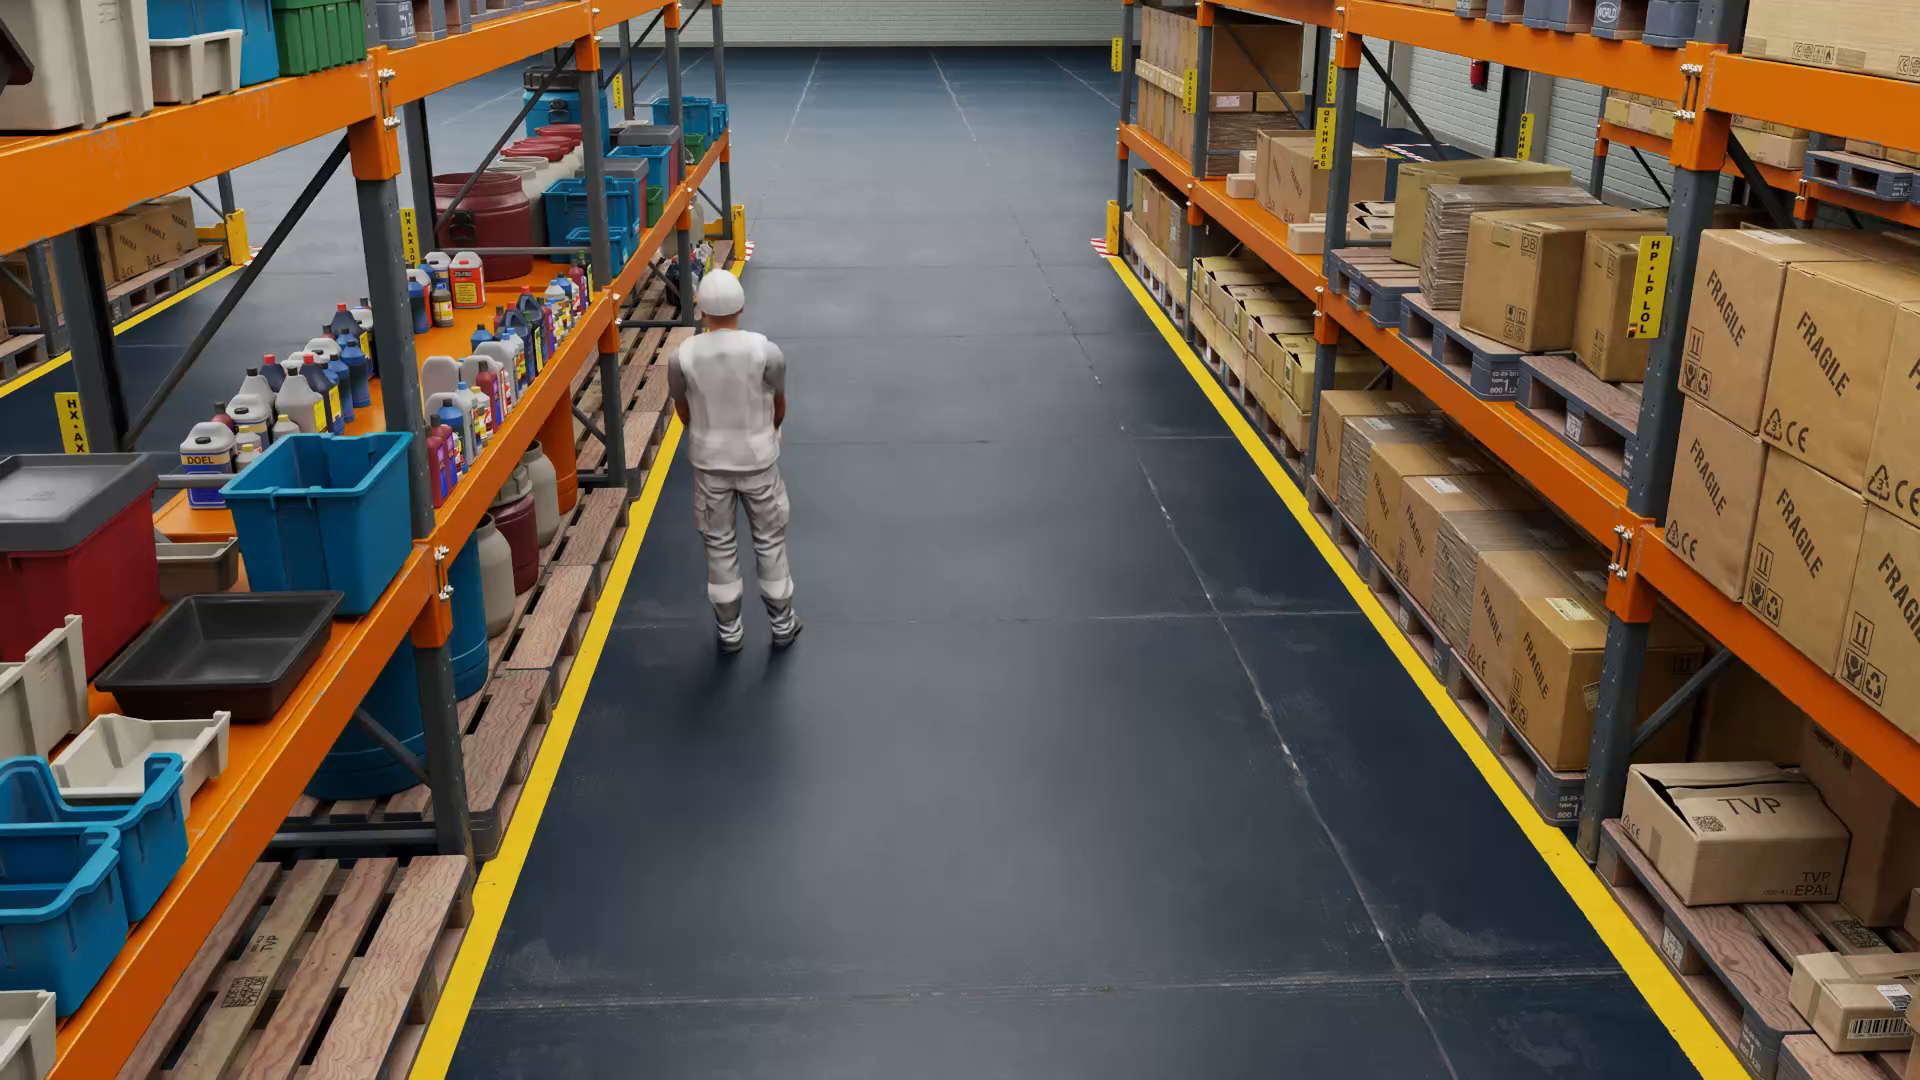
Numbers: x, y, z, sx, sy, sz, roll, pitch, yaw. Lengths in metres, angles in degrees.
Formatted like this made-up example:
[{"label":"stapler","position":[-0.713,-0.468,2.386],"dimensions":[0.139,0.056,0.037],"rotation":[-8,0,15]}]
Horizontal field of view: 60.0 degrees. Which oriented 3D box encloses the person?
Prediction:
[{"label":"person","position":[-1.015,-0.363,7.521],"dimensions":[0.535,1.793,0.525],"rotation":[-1,20,-3]}]
